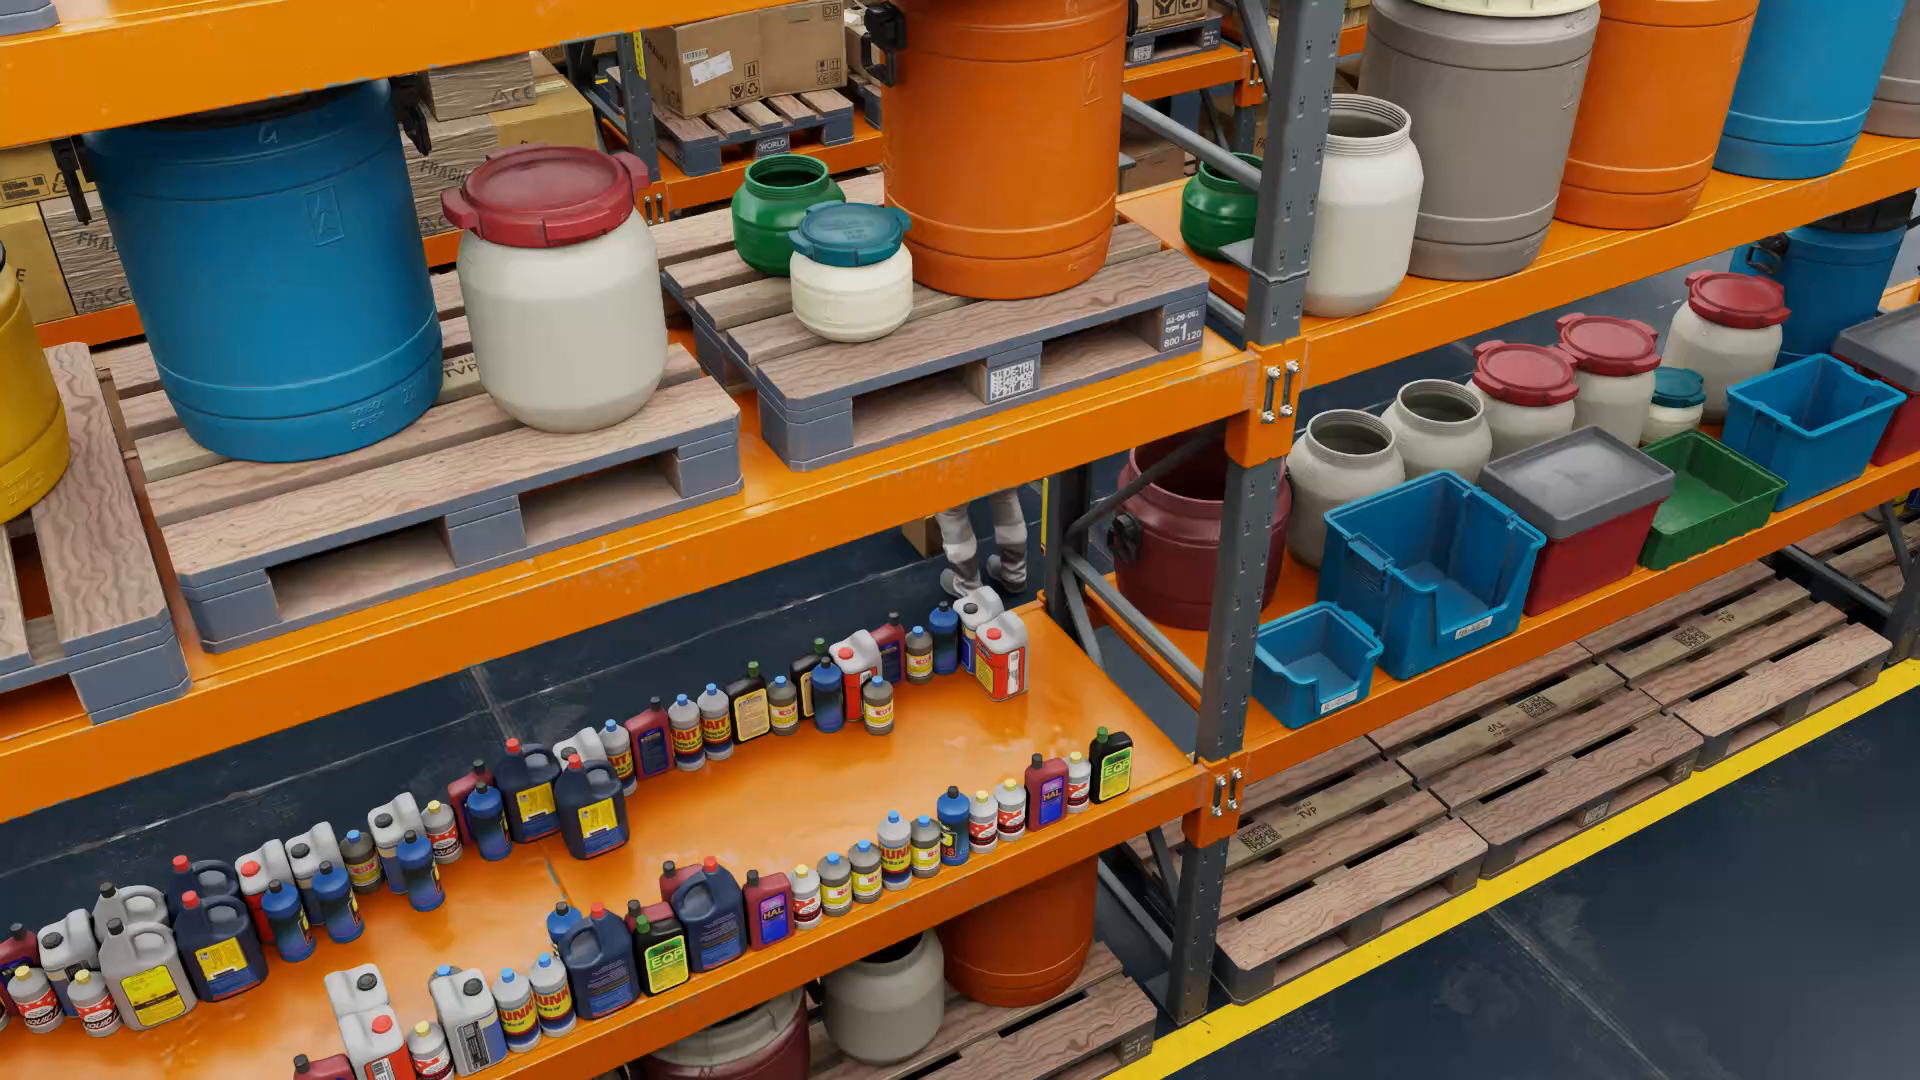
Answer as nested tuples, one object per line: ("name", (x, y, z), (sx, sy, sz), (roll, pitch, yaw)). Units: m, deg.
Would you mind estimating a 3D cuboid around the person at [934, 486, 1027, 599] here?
("person", (0.082, -0.456, 7.591), (0.551, 1.712, 0.496), (-18, 40, -23))
